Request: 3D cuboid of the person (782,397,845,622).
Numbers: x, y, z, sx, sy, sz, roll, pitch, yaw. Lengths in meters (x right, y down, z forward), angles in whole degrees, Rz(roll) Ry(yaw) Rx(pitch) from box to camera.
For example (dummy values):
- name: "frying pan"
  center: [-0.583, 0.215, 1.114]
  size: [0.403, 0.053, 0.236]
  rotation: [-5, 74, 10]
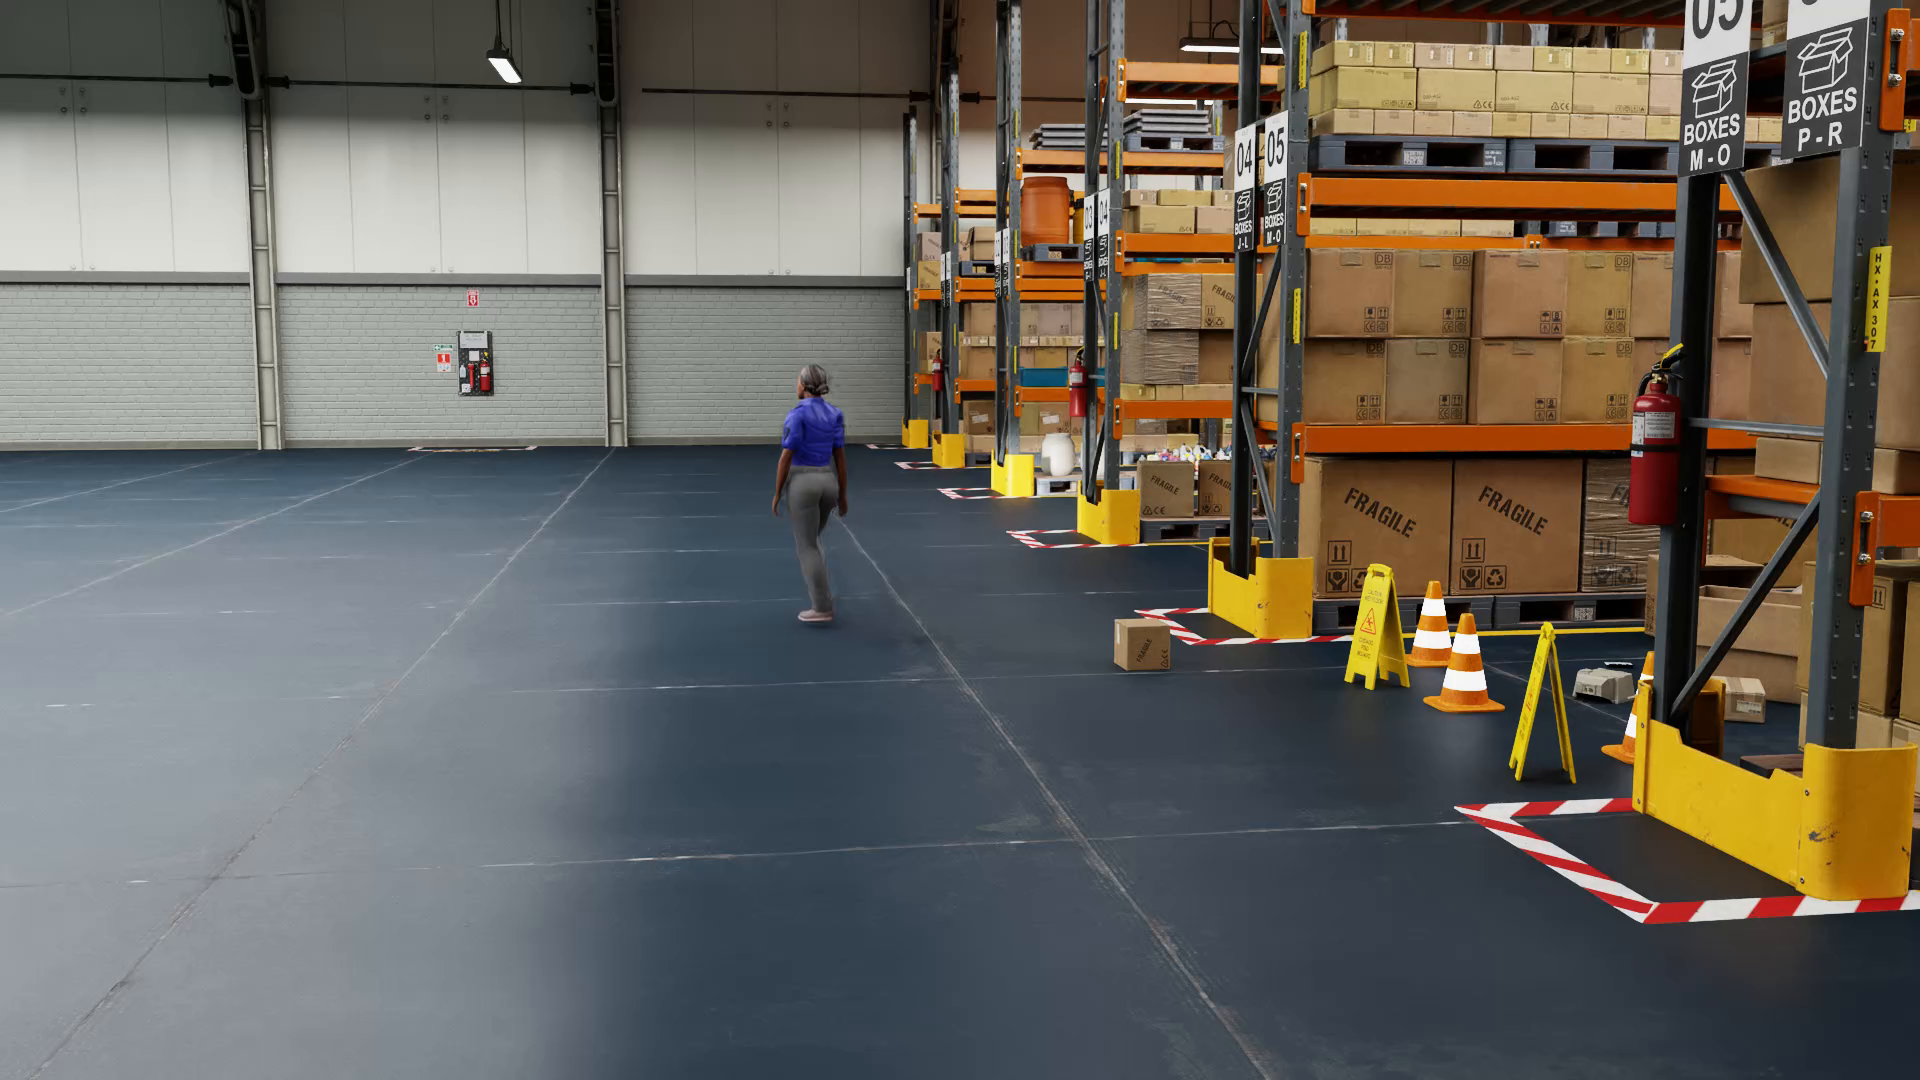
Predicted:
- name: "person"
  center: [-0.984, -0.168, 10.686]
  size: [0.477, 1.498, 0.443]
  rotation: [6, 9, 44]
